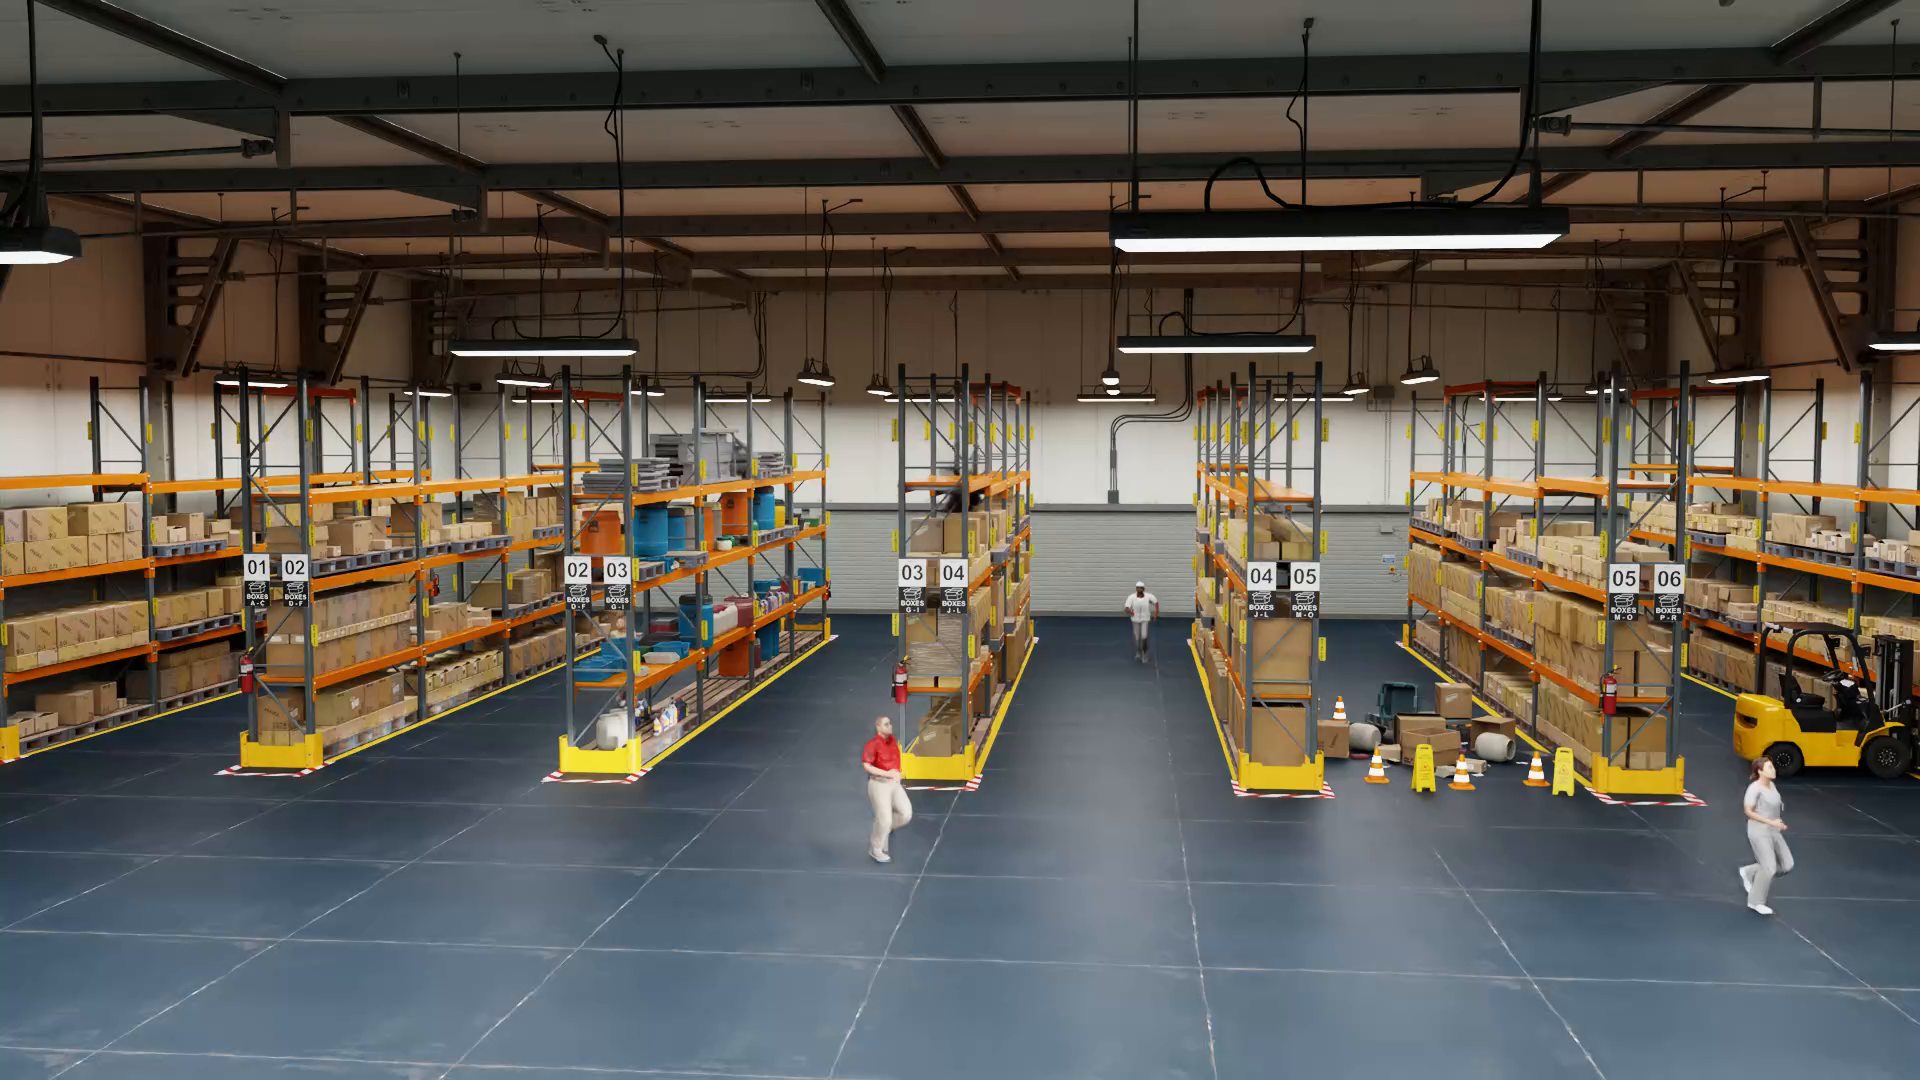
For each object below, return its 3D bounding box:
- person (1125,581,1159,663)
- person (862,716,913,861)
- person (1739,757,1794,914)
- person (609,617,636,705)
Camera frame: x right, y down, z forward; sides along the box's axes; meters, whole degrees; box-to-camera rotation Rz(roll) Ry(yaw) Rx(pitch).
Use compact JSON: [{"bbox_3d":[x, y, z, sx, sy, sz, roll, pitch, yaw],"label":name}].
[{"bbox_3d":[3.960,1.724,36.342,0.721,1.649,0.729,1,4,12],"label":"person"},{"bbox_3d":[-0.830,2.904,19.467,0.553,1.696,0.716,3,4,35],"label":"person"},{"bbox_3d":[8.400,3.074,17.366,0.601,1.636,0.578,-3,4,-35],"label":"person"},{"bbox_3d":[-6.224,2.223,30.528,0.624,1.638,0.514,1,4,9],"label":"person"}]
